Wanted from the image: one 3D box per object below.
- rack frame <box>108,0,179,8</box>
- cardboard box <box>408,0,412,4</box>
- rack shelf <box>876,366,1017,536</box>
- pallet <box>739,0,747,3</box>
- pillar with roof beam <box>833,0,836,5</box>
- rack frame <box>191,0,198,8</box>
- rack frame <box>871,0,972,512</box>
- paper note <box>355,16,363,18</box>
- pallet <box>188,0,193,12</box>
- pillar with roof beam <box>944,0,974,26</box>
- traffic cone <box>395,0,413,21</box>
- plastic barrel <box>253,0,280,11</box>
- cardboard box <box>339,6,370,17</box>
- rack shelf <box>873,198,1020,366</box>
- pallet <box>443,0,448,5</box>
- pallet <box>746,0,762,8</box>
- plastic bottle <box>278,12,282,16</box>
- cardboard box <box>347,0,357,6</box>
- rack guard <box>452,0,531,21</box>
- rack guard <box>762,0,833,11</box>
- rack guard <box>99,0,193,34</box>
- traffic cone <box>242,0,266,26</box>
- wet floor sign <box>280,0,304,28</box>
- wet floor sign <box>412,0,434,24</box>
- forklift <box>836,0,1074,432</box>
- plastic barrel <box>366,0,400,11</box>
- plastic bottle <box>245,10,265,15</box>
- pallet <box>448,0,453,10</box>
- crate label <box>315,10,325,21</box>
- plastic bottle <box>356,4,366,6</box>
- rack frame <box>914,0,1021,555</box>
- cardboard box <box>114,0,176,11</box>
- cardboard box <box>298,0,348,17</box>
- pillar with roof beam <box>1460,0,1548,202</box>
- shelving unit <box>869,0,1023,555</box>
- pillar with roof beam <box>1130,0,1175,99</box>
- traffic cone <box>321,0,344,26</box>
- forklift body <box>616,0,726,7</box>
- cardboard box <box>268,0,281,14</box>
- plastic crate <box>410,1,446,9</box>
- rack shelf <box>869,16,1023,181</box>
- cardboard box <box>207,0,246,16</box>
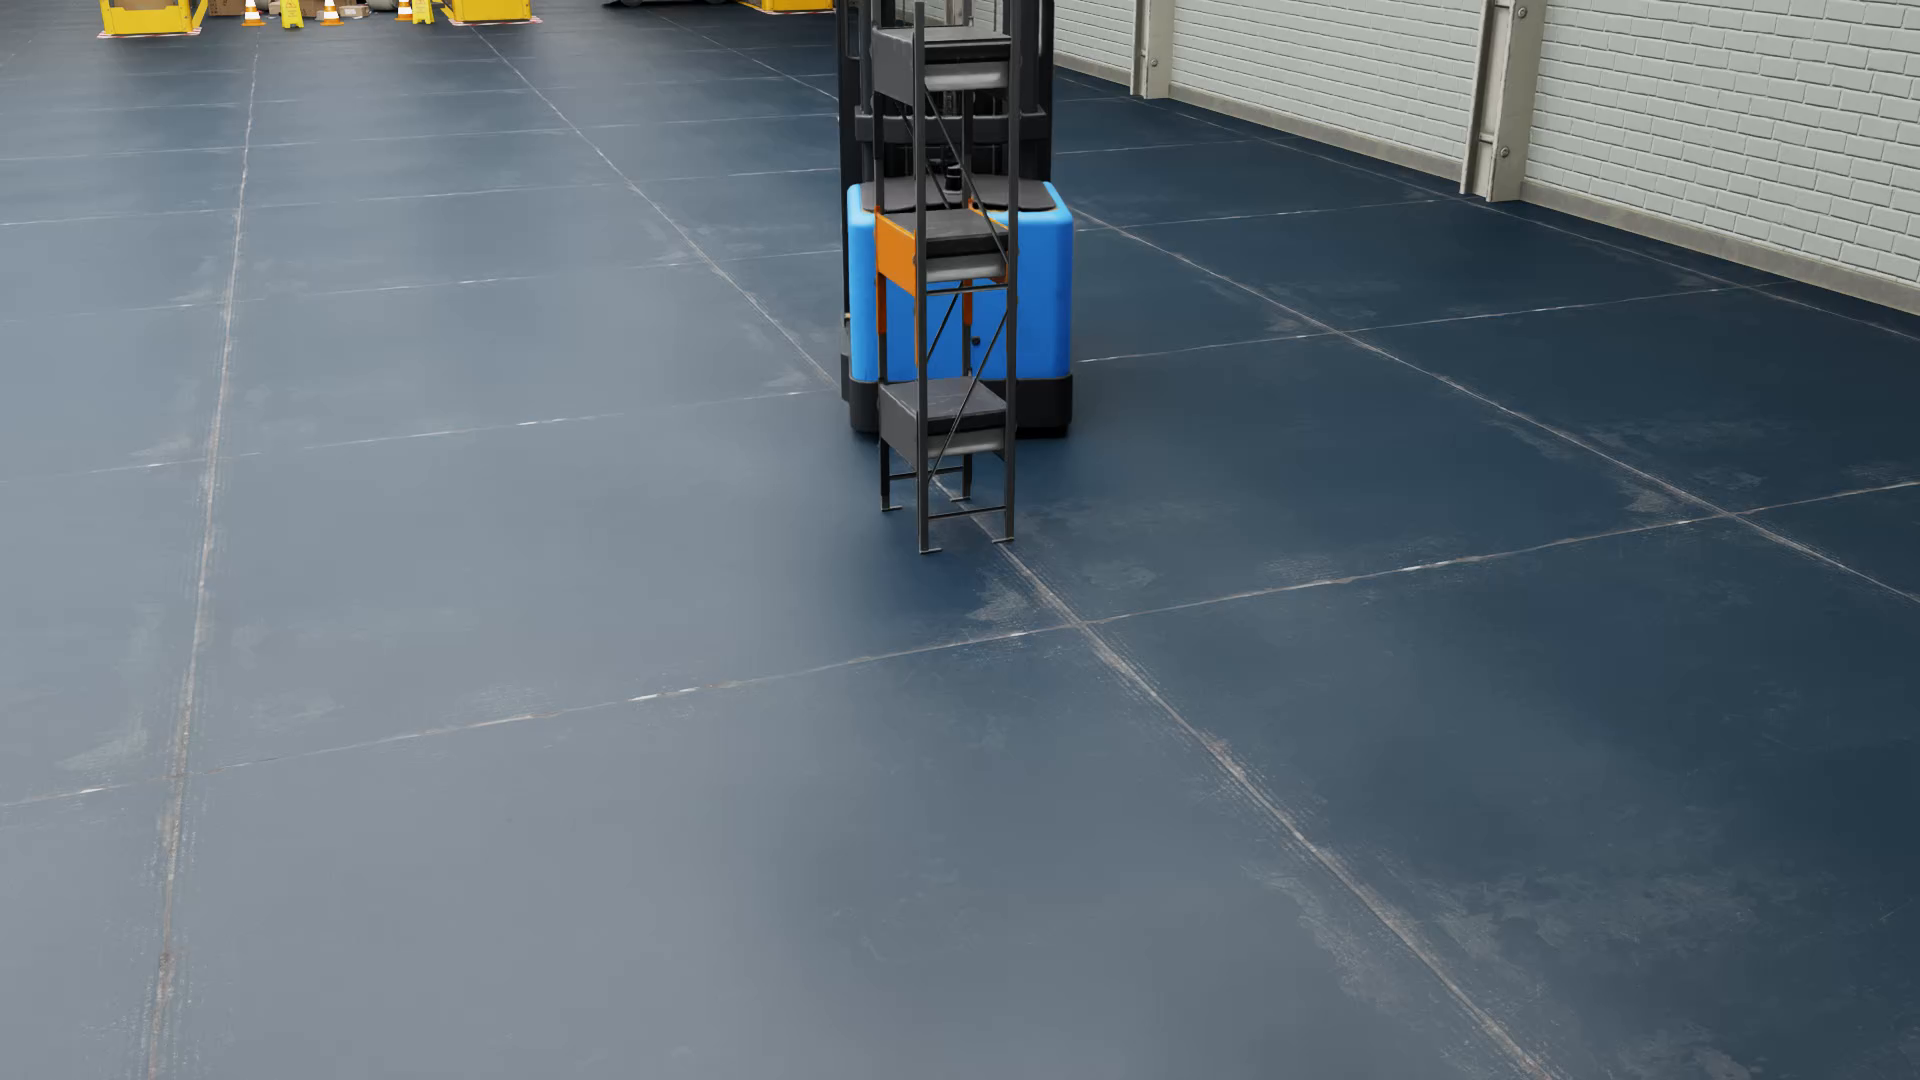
[{"bbox_3d":[-11.964,-8.891,23.983,1.000,3.000,0.127,-8,24,-19],"label":"rack frame"},{"bbox_3d":[-9.677,-9.334,28.248,0.500,0.500,0.500,8,24,18],"label":"cardboard box"},{"bbox_3d":[-0.058,-0.370,6.762,0.431,0.518,0.480,-8,24,-19],"label":"rack shelf"},{"bbox_3d":[-3.463,-9.719,29.538,1.003,0.211,1.213,-8,24,-19],"label":"pallet"},{"bbox_3d":[-6.157,-12.840,25.628,9.100,9.000,0.400,-8,24,-19],"label":"pillar with roof beam"},{"bbox_3d":[-13.377,-10.345,27.431,1.000,3.000,0.127,-8,24,-19],"label":"rack frame"},{"bbox_3d":[-0.145,-1.116,6.695,0.400,2.100,0.015,-8,24,-19],"label":"rack frame"},{"bbox_3d":[-9.565,-8.309,26.425,0.148,0.019,0.142,-18,29,-37],"label":"paper note"},{"bbox_3d":[-13.182,-8.773,27.292,1.003,0.211,1.213,-8,24,-19],"label":"pallet"},{"bbox_3d":[-4.037,-10.660,20.455,9.100,9.000,0.400,-8,24,-19],"label":"pillar with roof beam"},{"bbox_3d":[-8.728,-8.417,26.125,0.336,0.463,0.334,-8,24,-19],"label":"traffic cone"},{"bbox_3d":[-11.541,-8.956,27.453,0.512,0.421,0.421,8,24,18],"label":"plastic barrel"},{"bbox_3d":[-9.722,-8.492,26.707,0.380,0.149,0.250,4,23,9],"label":"cardboard box"},{"bbox_3d":[-0.058,-1.015,6.490,0.431,0.518,0.480,-8,24,-19],"label":"rack shelf"},{"bbox_3d":[-8.512,-9.536,29.104,1.003,0.211,1.213,-8,24,-19],"label":"pallet"},{"bbox_3d":[-3.036,-9.277,28.488,1.003,0.211,1.213,-8,24,-19],"label":"pallet"},{"bbox_3d":[-10.871,-8.459,26.741,0.133,0.061,0.283,-18,29,-37],"label":"plastic bottle"},{"bbox_3d":[-10.502,-9.210,28.260,0.396,0.266,0.258,12,26,27],"label":"cardboard box"},{"bbox_3d":[-7.396,-8.483,26.232,1.175,0.500,0.348,-8,24,-19],"label":"rack guard"},{"bbox_3d":[-2.718,-9.129,27.765,1.175,0.500,0.348,-8,24,-19],"label":"rack guard"},{"bbox_3d":[-11.956,-7.731,24.448,1.175,0.500,0.348,-8,24,-19],"label":"rack guard"},{"bbox_3d":[-10.823,-8.110,25.396,0.336,0.463,0.334,-8,24,-19],"label":"traffic cone"},{"bbox_3d":[-10.102,-8.067,25.060,0.267,0.644,0.232,-13,26,-28],"label":"wet floor sign"},{"bbox_3d":[-8.303,-8.306,25.627,0.267,0.644,0.232,0,23,-1],"label":"wet floor sign"},{"bbox_3d":[-0.093,-2.388,8.642,1.130,2.935,3.031,-2,23,-4],"label":"forklift"},{"bbox_3d":[-9.515,-8.963,27.470,0.512,0.421,0.421,8,24,18],"label":"plastic barrel"},{"bbox_3d":[-11.410,-8.532,26.913,0.283,0.061,0.133,-18,29,-37],"label":"plastic bottle"},{"bbox_3d":[-8.077,-9.092,28.050,1.003,0.211,1.213,-8,24,-19],"label":"pallet"},{"bbox_3d":[-9.982,-8.268,26.191,0.298,0.136,0.250,18,29,36],"label":"crate label"},{"bbox_3d":[-10.081,-8.980,27.977,0.133,0.061,0.283,-4,23,-10],"label":"plastic bottle"},{"bbox_3d":[0.028,-0.939,6.275,0.400,2.100,0.015,-8,24,-19],"label":"rack frame"},{"bbox_3d":[-12.266,-8.343,24.877,0.875,0.875,0.875,-8,24,-19],"label":"cardboard box"},{"bbox_3d":[-10.358,-8.748,26.856,0.637,0.503,0.797,12,26,27],"label":"cardboard box"},{"bbox_3d":[0.202,-6.300,10.110,9.100,9.000,0.400,-8,24,-19],"label":"pillar with roof beam"},{"bbox_3d":[-0.058,-1.028,6.485,0.431,2.100,0.503,-8,24,-19],"label":"shelving unit"},{"bbox_3d":[-1.918,-8.480,15.283,9.100,9.000,0.400,-8,24,-19],"label":"pillar with roof beam"},{"bbox_3d":[-9.646,-8.141,25.470,0.336,0.463,0.334,-8,24,-19],"label":"traffic cone"},{"bbox_3d":[-5.103,-10.337,28.506,2.313,2.155,1.214,-8,24,-19],"label":"forklift body"},{"bbox_3d":[-11.047,-8.713,27.080,0.396,0.266,0.258,-4,23,-10],"label":"cardboard box"},{"bbox_3d":[-8.995,-9.032,28.076,0.402,0.080,0.583,-18,29,-37],"label":"plastic crate"},{"bbox_3d":[-0.058,-1.660,6.218,0.431,0.518,0.480,-8,24,-19],"label":"rack shelf"},{"bbox_3d":[-11.869,-8.771,26.912,0.500,0.500,0.500,-4,23,-10],"label":"cardboard box"}]
